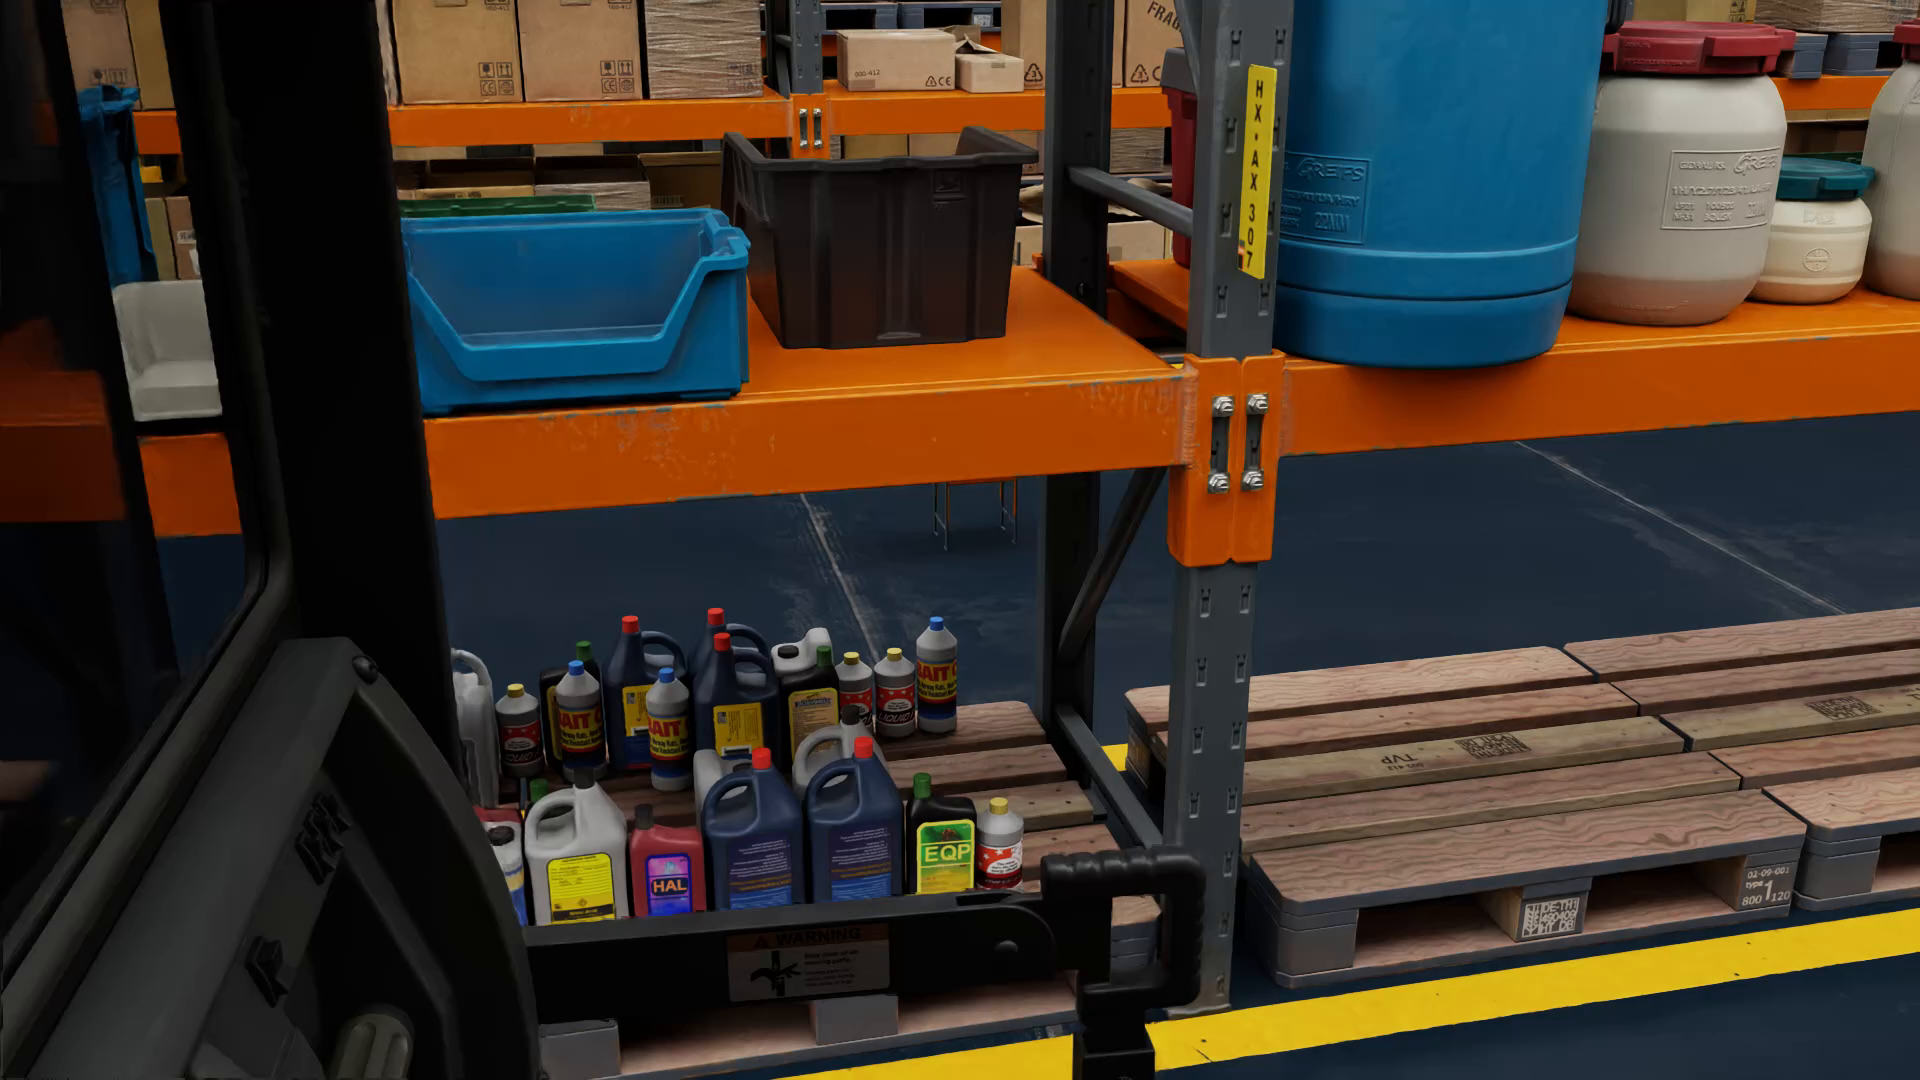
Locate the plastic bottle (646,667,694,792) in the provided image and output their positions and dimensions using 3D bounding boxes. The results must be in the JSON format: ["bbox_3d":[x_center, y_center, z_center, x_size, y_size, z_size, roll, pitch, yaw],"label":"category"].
[{"bbox_3d":[-0.638,0.411,3.660,0.097,0.271,0.097,0,20,0],"label":"plastic bottle"}]

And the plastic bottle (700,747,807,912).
[{"bbox_3d":[-0.391,0.559,3.139,0.185,0.351,0.144,-6,21,-15],"label":"plastic bottle"}]

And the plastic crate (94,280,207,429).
[{"bbox_3d":[-1.165,-0.304,2.666,0.437,0.136,0.530,-5,21,-12],"label":"plastic crate"}]

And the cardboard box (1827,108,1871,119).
[{"bbox_3d":[7.603,-3.717,14.624,0.500,0.500,0.700,-4,21,-11],"label":"cardboard box"}]

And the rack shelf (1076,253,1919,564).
[{"bbox_3d":[2.303,-0.461,3.759,4.000,0.370,1.077,-5,21,-12],"label":"rack shelf"}]

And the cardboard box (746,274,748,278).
[{"bbox_3d":[-1.181,-1.095,7.831,0.500,0.250,0.500,-5,21,-12],"label":"cardboard box"}]

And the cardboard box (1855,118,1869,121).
[{"bbox_3d":[5.506,-2.281,9.586,0.500,0.250,0.500,-5,21,-12],"label":"cardboard box"}]

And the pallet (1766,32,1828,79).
[{"bbox_3d":[3.757,-2.603,8.838,1.003,0.211,1.213,-5,21,-12],"label":"pallet"}]

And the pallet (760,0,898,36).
[{"bbox_3d":[-1.146,-3.879,12.321,1.213,0.211,1.003,-5,21,-12],"label":"pallet"}]

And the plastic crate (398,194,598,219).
[{"bbox_3d":[-1.029,-0.528,3.204,0.662,0.188,0.450,-5,21,-12],"label":"plastic crate"}]

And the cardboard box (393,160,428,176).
[{"bbox_3d":[-2.762,-1.506,7.861,0.500,0.500,0.500,-5,21,-12],"label":"cardboard box"}]

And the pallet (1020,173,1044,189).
[{"bbox_3d":[0.024,-2.807,13.172,1.213,0.211,1.003,-5,21,-12],"label":"pallet"}]

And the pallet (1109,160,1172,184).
[{"bbox_3d":[1.209,-2.903,13.432,1.213,0.211,1.003,-5,21,-12],"label":"pallet"}]

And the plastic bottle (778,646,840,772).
[{"bbox_3d":[-0.338,0.377,3.734,0.133,0.283,0.061,-5,21,-12],"label":"plastic bottle"}]

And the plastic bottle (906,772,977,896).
[{"bbox_3d":[-0.036,0.577,3.189,0.133,0.283,0.061,-4,20,-10],"label":"plastic bottle"}]

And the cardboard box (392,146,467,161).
[{"bbox_3d":[-3.842,-2.784,12.049,0.500,0.500,0.700,-6,21,-16],"label":"cardboard box"}]

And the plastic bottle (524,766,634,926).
[{"bbox_3d":[-0.705,0.585,3.069,0.185,0.351,0.144,-5,21,-13],"label":"plastic bottle"}]

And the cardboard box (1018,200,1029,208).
[{"bbox_3d":[0.053,-1.640,8.502,0.500,0.311,0.500,-4,21,-11],"label":"cardboard box"}]

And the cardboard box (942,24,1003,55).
[{"bbox_3d":[0.034,-2.367,8.111,0.258,0.266,0.396,-5,21,-14],"label":"cardboard box"}]

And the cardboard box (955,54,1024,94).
[{"bbox_3d":[0.130,-2.183,7.778,0.250,0.149,0.380,-5,21,-12],"label":"cardboard box"}]

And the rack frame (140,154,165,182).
[{"bbox_3d":[-5.816,-3.640,11.391,0.127,3.000,1.000,-5,21,-12],"label":"rack frame"}]

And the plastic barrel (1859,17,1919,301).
[{"bbox_3d":[2.052,-0.765,3.344,0.433,0.535,0.433,0,20,0],"label":"plastic barrel"}]

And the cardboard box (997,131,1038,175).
[{"bbox_3d":[0.276,-3.181,13.133,0.500,0.500,0.700,-5,21,-13],"label":"cardboard box"}]

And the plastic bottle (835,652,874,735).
[{"bbox_3d":[-0.252,0.361,3.896,0.097,0.201,0.097,0,20,0],"label":"plastic bottle"}]

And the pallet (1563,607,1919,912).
[{"bbox_3d":[2.301,0.496,4.155,1.213,0.211,1.003,-5,21,-12],"label":"pallet"}]

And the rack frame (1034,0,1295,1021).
[{"bbox_3d":[0.357,-0.641,3.203,0.127,3.000,1.000,-5,21,-12],"label":"rack frame"}]

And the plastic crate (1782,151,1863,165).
[{"bbox_3d":[1.986,-0.774,3.874,0.662,0.188,0.450,-5,21,-12],"label":"plastic crate"}]

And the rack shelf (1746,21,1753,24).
[{"bbox_3d":[7.808,-4.411,14.540,4.000,0.370,1.077,-5,21,-12],"label":"rack shelf"}]

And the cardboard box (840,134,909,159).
[{"bbox_3d":[-0.719,-3.111,12.942,0.500,0.500,0.700,-5,21,-14],"label":"cardboard box"}]

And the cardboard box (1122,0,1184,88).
[{"bbox_3d":[0.972,-2.483,8.086,0.500,0.500,0.500,-5,21,-12],"label":"cardboard box"}]

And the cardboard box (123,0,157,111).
[{"bbox_3d":[-3.221,-2.143,7.158,0.500,0.500,0.700,-5,21,-12],"label":"cardboard box"}]

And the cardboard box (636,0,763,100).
[{"bbox_3d":[-1.210,-2.309,7.611,0.500,0.500,0.700,-5,21,-14],"label":"cardboard box"}]

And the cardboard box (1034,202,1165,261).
[{"bbox_3d":[0.672,-1.497,8.112,0.500,0.311,0.500,-5,21,-14],"label":"cardboard box"}]

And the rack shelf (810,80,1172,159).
[{"bbox_3d":[1.167,-2.120,8.286,4.000,0.370,1.077,-5,21,-12],"label":"rack shelf"}]

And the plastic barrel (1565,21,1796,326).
[{"bbox_3d":[1.338,-0.707,3.186,0.433,0.535,0.433,0,20,0],"label":"plastic barrel"}]

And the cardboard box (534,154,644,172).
[{"bbox_3d":[-1.788,-1.583,8.072,0.500,0.500,0.500,-5,21,-12],"label":"cardboard box"}]

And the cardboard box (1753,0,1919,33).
[{"bbox_3d":[4.634,-2.956,8.767,0.500,0.500,0.700,-1,20,-2],"label":"cardboard box"}]

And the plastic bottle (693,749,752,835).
[{"bbox_3d":[-0.449,0.547,3.282,0.135,0.276,0.152,-5,21,-12],"label":"plastic bottle"}]

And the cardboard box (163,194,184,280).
[{"bbox_3d":[-3.129,-1.293,7.280,0.500,0.500,0.500,-5,21,-12],"label":"cardboard box"}]

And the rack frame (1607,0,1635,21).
[{"bbox_3d":[3.113,-2.616,8.594,0.127,3.000,1.000,-5,21,-12],"label":"rack frame"}]

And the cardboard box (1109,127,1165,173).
[{"bbox_3d":[1.281,-3.232,13.271,0.500,0.500,0.700,-4,21,-12],"label":"cardboard box"}]

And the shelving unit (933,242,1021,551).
[{"bbox_3d":[0.052,-0.497,5.646,0.252,1.050,0.215,-5,21,-12],"label":"shelving unit"}]

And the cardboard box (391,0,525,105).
[{"bbox_3d":[-2.211,-2.226,7.386,0.500,0.500,0.700,-4,21,-12],"label":"cardboard box"}]

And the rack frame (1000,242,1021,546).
[{"bbox_3d":[0.171,-0.507,5.672,0.008,1.050,0.200,-5,21,-12],"label":"rack frame"}]

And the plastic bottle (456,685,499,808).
[{"bbox_3d":[-1.063,0.453,3.538,0.135,0.276,0.152,-5,21,-12],"label":"plastic bottle"}]

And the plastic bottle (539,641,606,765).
[{"bbox_3d":[-0.878,0.367,3.761,0.133,0.283,0.061,-4,20,-10],"label":"plastic bottle"}]

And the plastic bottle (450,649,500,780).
[{"bbox_3d":[-1.122,0.370,3.655,0.185,0.351,0.144,-5,21,-13],"label":"plastic bottle"}]

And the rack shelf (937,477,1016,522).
[{"bbox_3d":[0.052,-0.226,5.745,0.240,0.259,0.215,-5,21,-12],"label":"rack shelf"}]

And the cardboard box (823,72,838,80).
[{"bbox_3d":[-0.783,-3.442,12.754,0.500,0.250,0.500,-5,21,-14],"label":"cardboard box"}]

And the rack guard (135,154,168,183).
[{"bbox_3d":[-5.742,-2.473,11.838,0.348,0.500,1.175,-5,21,-12],"label":"rack guard"}]

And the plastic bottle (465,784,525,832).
[{"bbox_3d":[-0.889,0.592,3.146,0.133,0.283,0.061,-5,21,-12],"label":"plastic bottle"}]

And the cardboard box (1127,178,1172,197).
[{"bbox_3d":[1.029,-1.717,8.713,0.500,0.311,0.500,-5,21,-13],"label":"cardboard box"}]

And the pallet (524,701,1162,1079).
[{"bbox_3d":[-0.307,0.708,3.575,1.213,0.211,1.003,-5,21,-12],"label":"pallet"}]

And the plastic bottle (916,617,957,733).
[{"bbox_3d":[-0.054,0.312,3.928,0.097,0.271,0.097,0,20,0],"label":"plastic bottle"}]

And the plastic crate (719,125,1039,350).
[{"bbox_3d":[-0.182,-0.613,3.217,0.504,0.338,0.767,-5,21,-12],"label":"plastic crate"}]

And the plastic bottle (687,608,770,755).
[{"bbox_3d":[-0.524,0.321,3.788,0.185,0.351,0.144,-4,21,-11],"label":"plastic bottle"}]

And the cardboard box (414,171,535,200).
[{"bbox_3d":[-2.156,-1.371,7.493,0.500,0.500,0.500,-5,21,-12],"label":"cardboard box"}]
